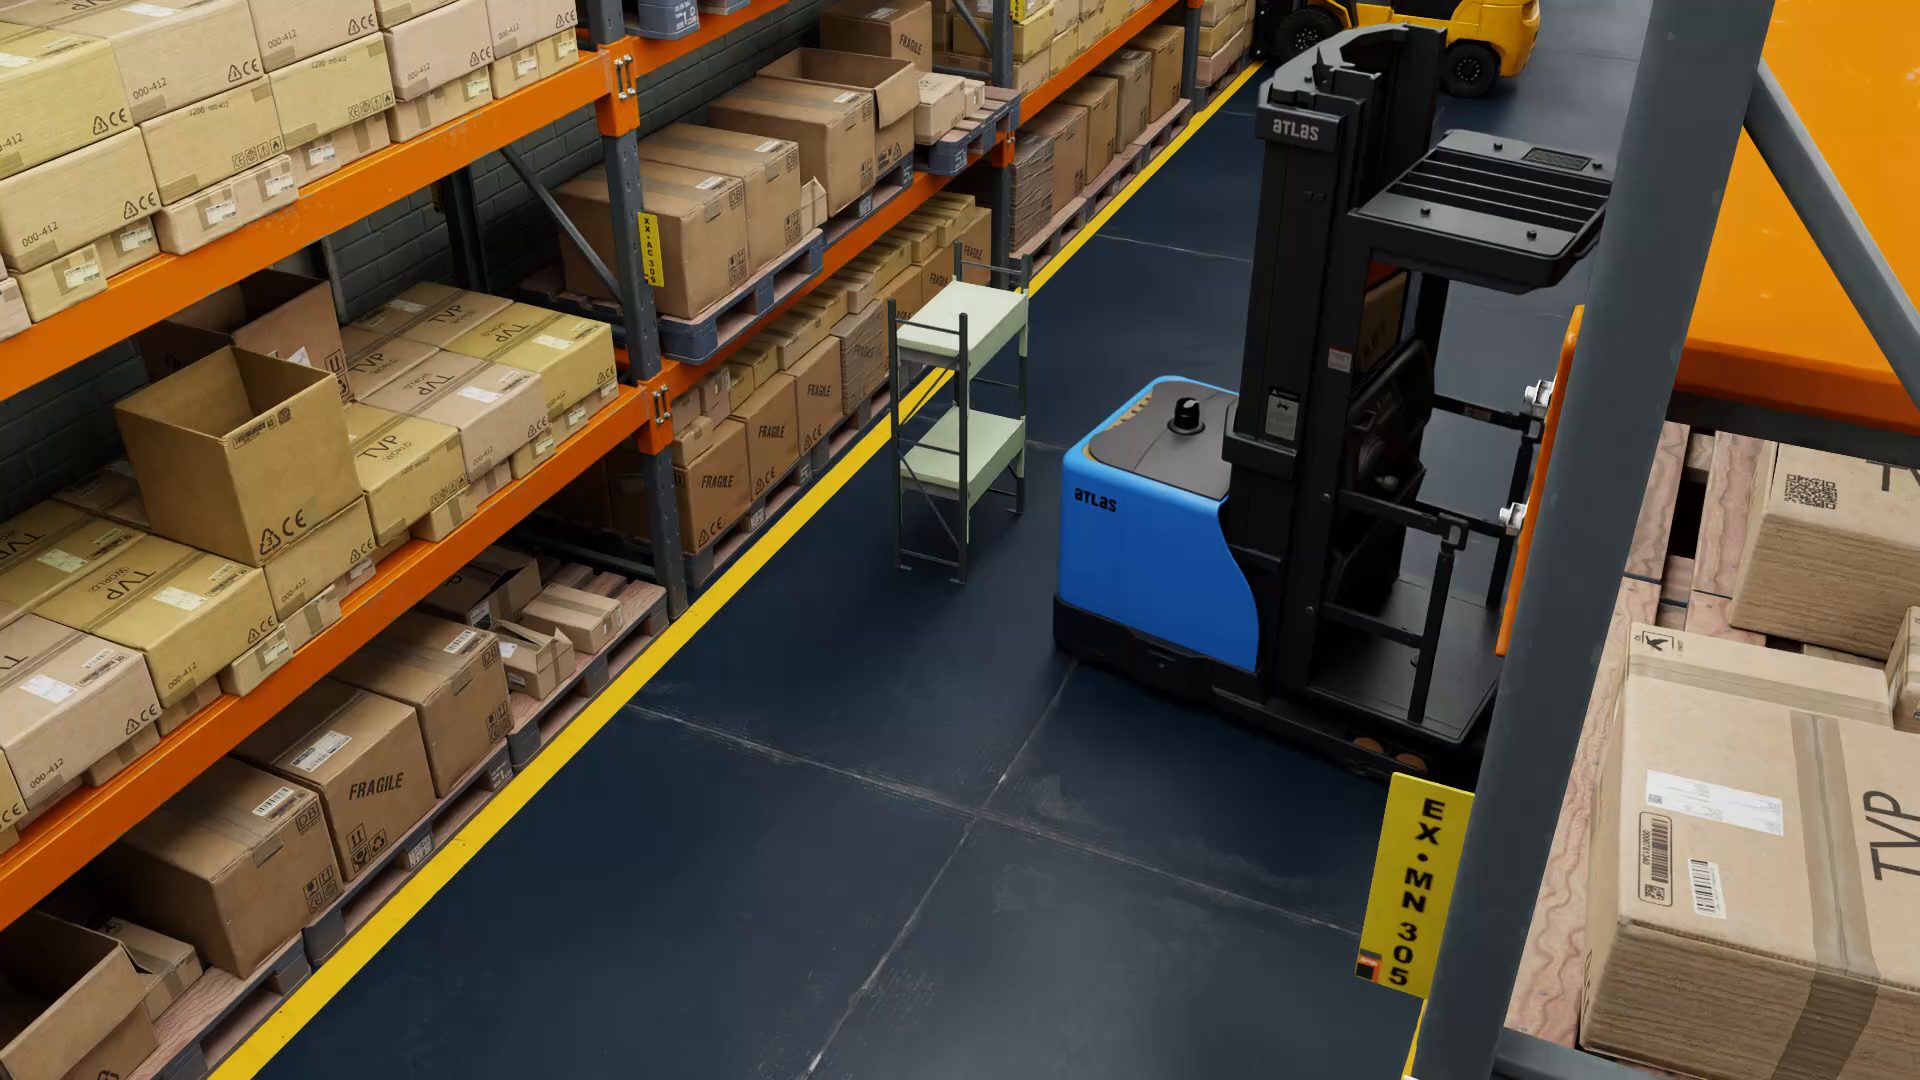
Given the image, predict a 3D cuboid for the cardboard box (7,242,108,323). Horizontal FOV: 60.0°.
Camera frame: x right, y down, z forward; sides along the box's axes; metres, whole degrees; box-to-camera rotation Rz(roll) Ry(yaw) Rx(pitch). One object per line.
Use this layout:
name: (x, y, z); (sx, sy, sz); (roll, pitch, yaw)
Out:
cardboard box: (-2.642, -0.755, 4.660); (0.380, 0.149, 0.250); (14, 36, 20)

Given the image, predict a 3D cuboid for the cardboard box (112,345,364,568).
cardboard box: (-2.434, -0.294, 5.645); (0.500, 0.500, 0.500); (15, 36, 22)

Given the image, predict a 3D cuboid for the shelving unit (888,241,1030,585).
shelving unit: (0.003, -0.631, 8.344); (0.431, 1.500, 0.755); (14, 36, 20)

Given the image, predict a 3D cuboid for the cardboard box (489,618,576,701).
cardboard box: (-1.938, 0.491, 7.377); (0.396, 0.266, 0.258); (15, 36, 22)

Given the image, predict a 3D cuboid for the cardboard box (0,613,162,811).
cardboard box: (-2.850, 0.515, 5.094); (0.500, 0.250, 0.500); (15, 36, 21)

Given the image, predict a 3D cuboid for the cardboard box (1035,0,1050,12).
cardboard box: (0.363, -3.529, 10.714); (0.380, 0.149, 0.250); (15, 36, 22)

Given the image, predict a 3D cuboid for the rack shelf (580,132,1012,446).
rack shelf: (-0.985, -1.695, 9.256); (1.077, 0.370, 4.000); (14, 36, 20)

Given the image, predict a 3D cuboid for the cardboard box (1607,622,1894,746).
cardboard box: (1.224, 0.291, 2.591); (0.380, 0.149, 0.250); (11, 35, 17)

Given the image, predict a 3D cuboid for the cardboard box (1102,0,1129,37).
cardboard box: (0.902, -3.860, 12.037); (0.500, 0.250, 0.500); (15, 36, 22)

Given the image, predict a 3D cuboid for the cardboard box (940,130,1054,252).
cardboard box: (0.125, -2.482, 11.582); (0.875, 0.625, 0.625); (15, 36, 22)

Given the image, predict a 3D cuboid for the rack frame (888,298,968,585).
rack frame: (-0.150, -0.448, 8.066); (0.400, 1.500, 0.023); (14, 36, 20)

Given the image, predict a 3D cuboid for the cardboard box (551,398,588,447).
cardboard box: (-1.815, -0.543, 7.072); (0.380, 0.149, 0.250); (15, 36, 22)

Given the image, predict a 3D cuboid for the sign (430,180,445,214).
sign: (-2.328, -1.610, 7.413); (0.100, 0.325, 0.005); (14, 36, 20)

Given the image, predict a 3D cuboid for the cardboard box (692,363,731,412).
cardboard box: (-1.365, -0.784, 8.244); (0.380, 0.149, 0.250); (12, 35, 18)

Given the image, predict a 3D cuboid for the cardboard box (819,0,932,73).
cardboard box: (-0.506, -2.989, 10.099); (0.500, 0.500, 0.500); (16, 36, 23)

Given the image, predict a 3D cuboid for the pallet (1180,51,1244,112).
pallet: (1.896, -4.205, 14.970); (1.003, 0.211, 1.213); (14, 36, 20)

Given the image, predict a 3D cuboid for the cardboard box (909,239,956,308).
cardboard box: (-0.349, -1.616, 10.375); (0.500, 0.500, 0.500); (14, 36, 20)

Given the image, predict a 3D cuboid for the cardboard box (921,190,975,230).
cardboard box: (-0.125, -2.089, 10.506); (0.380, 0.149, 0.250); (12, 35, 18)

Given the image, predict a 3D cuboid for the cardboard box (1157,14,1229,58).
cardboard box: (2.008, -4.389, 14.377); (0.500, 0.250, 0.500); (14, 36, 20)

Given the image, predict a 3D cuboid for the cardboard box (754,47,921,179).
cardboard box: (-0.664, -2.355, 9.130); (0.797, 0.503, 0.637); (13, 36, 19)

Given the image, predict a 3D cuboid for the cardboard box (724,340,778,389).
cardboard box: (-1.185, -0.945, 8.760); (0.380, 0.149, 0.250); (14, 36, 20)

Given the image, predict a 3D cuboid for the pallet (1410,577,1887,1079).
pallet: (1.315, 0.540, 2.536); (1.003, 0.211, 1.213); (14, 36, 20)

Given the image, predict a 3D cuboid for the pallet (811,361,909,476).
pallet: (-1.007, -0.857, 9.865); (1.003, 0.211, 1.213); (14, 36, 20)

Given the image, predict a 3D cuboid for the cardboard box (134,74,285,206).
cardboard box: (-2.447, -1.255, 5.058); (0.500, 0.250, 0.500); (14, 36, 20)

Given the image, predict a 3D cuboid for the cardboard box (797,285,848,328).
cardboard box: (-0.855, -1.325, 9.340); (0.380, 0.149, 0.250); (14, 36, 21)

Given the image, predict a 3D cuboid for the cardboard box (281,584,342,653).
cardboard box: (-2.433, 0.231, 5.892); (0.380, 0.149, 0.250); (15, 36, 22)

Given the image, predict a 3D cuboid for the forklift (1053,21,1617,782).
forklift: (1.952, -0.478, 6.807); (3.031, 2.935, 1.130); (20, 38, 28)

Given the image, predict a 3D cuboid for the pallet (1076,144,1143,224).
pallet: (0.743, -2.832, 12.877); (1.003, 0.211, 1.213); (14, 36, 20)

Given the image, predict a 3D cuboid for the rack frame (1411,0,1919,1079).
rack frame: (1.011, -0.380, 1.123); (0.949, 2.616, 0.053); (14, 36, 20)

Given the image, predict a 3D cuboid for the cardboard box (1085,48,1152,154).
cardboard box: (0.985, -3.520, 13.165); (0.875, 0.625, 0.625); (14, 36, 20)

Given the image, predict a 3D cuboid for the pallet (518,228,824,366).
pallet: (-1.389, -1.293, 8.161); (1.003, 0.211, 1.213); (14, 36, 20)

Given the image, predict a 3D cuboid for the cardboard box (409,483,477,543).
cardboard box: (-2.118, -0.150, 6.473); (0.380, 0.149, 0.250); (14, 36, 20)

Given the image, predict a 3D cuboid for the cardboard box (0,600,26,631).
cardboard box: (-3.327, 0.384, 5.294); (0.500, 0.250, 0.500); (14, 36, 21)

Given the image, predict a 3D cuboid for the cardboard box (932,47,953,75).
cardboard box: (-0.193, -3.212, 11.050); (0.500, 0.250, 0.500); (13, 36, 19)

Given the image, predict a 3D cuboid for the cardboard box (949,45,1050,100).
cardboard box: (0.259, -3.094, 10.870); (0.500, 0.250, 0.500); (14, 36, 21)

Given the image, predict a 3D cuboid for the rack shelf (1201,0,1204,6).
rack shelf: (2.362, -5.679, 15.332); (1.077, 0.370, 4.000); (14, 36, 20)

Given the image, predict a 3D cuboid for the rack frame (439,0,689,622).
rack frame: (-1.822, -1.000, 7.539); (1.000, 3.000, 0.127); (14, 36, 20)

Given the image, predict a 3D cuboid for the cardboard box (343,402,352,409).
cardboard box: (-2.696, -0.369, 6.443); (0.500, 0.250, 0.500); (15, 36, 22)

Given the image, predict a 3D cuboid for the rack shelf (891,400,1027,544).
rack shelf: (0.003, -0.358, 8.523); (0.431, 0.370, 0.720); (14, 36, 20)

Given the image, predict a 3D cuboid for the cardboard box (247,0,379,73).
cardboard box: (-2.239, -1.713, 5.301); (0.500, 0.250, 0.500); (15, 36, 21)

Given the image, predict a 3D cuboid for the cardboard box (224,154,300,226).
cardboard box: (-2.322, -1.129, 5.230); (0.380, 0.149, 0.250); (15, 36, 21)

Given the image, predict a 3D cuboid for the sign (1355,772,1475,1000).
sign: (0.527, 0.406, 1.924); (0.100, 0.325, 0.005); (14, 36, 20)

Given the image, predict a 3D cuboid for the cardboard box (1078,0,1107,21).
cardboard box: (0.705, -3.809, 11.504); (0.500, 0.250, 0.500); (13, 36, 19)

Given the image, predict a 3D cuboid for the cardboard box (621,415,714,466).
cardboard box: (-1.430, -0.519, 8.111); (0.380, 0.149, 0.250); (16, 36, 23)

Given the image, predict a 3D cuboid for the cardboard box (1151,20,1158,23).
cardboard box: (1.543, -4.508, 14.559); (0.500, 0.250, 0.500); (13, 36, 19)

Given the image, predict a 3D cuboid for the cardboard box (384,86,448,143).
cardboard box: (-2.037, -1.528, 5.838); (0.380, 0.149, 0.250); (14, 36, 20)

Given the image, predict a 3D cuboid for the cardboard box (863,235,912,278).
cardboard box: (-0.513, -1.704, 9.919); (0.380, 0.149, 0.250); (15, 36, 22)

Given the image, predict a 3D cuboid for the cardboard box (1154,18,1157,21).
cardboard box: (1.555, -4.718, 14.422); (0.500, 0.250, 0.500); (15, 36, 21)

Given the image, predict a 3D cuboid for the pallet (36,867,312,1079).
pallet: (-3.131, 1.723, 5.929); (1.003, 0.211, 1.213); (14, 36, 20)

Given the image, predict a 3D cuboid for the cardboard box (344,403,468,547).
cardboard box: (-2.230, -0.254, 6.267); (0.500, 0.250, 0.500); (14, 36, 20)

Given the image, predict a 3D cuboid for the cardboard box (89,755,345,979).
cardboard box: (-2.761, 1.162, 6.138); (0.700, 0.500, 0.500); (16, 36, 22)

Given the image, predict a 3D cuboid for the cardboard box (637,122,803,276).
cardboard box: (-1.200, -1.665, 8.079); (0.700, 0.500, 0.500); (15, 36, 21)

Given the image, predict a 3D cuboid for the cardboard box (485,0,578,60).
cardboard box: (-1.796, -2.018, 6.222); (0.500, 0.250, 0.500); (14, 36, 21)

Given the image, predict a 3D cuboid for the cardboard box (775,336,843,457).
cardboard box: (-0.989, -0.834, 9.184); (0.500, 0.500, 0.500); (13, 35, 19)

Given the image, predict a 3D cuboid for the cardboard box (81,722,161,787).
cardboard box: (-2.805, 0.609, 5.315); (0.380, 0.149, 0.250); (15, 36, 22)

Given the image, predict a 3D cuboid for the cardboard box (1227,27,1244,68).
cardboard box: (2.226, -4.431, 14.897); (0.500, 0.250, 0.500); (13, 36, 19)

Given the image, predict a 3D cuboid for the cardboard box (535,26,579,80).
cardboard box: (-1.704, -1.902, 6.409); (0.380, 0.149, 0.250); (14, 36, 20)
